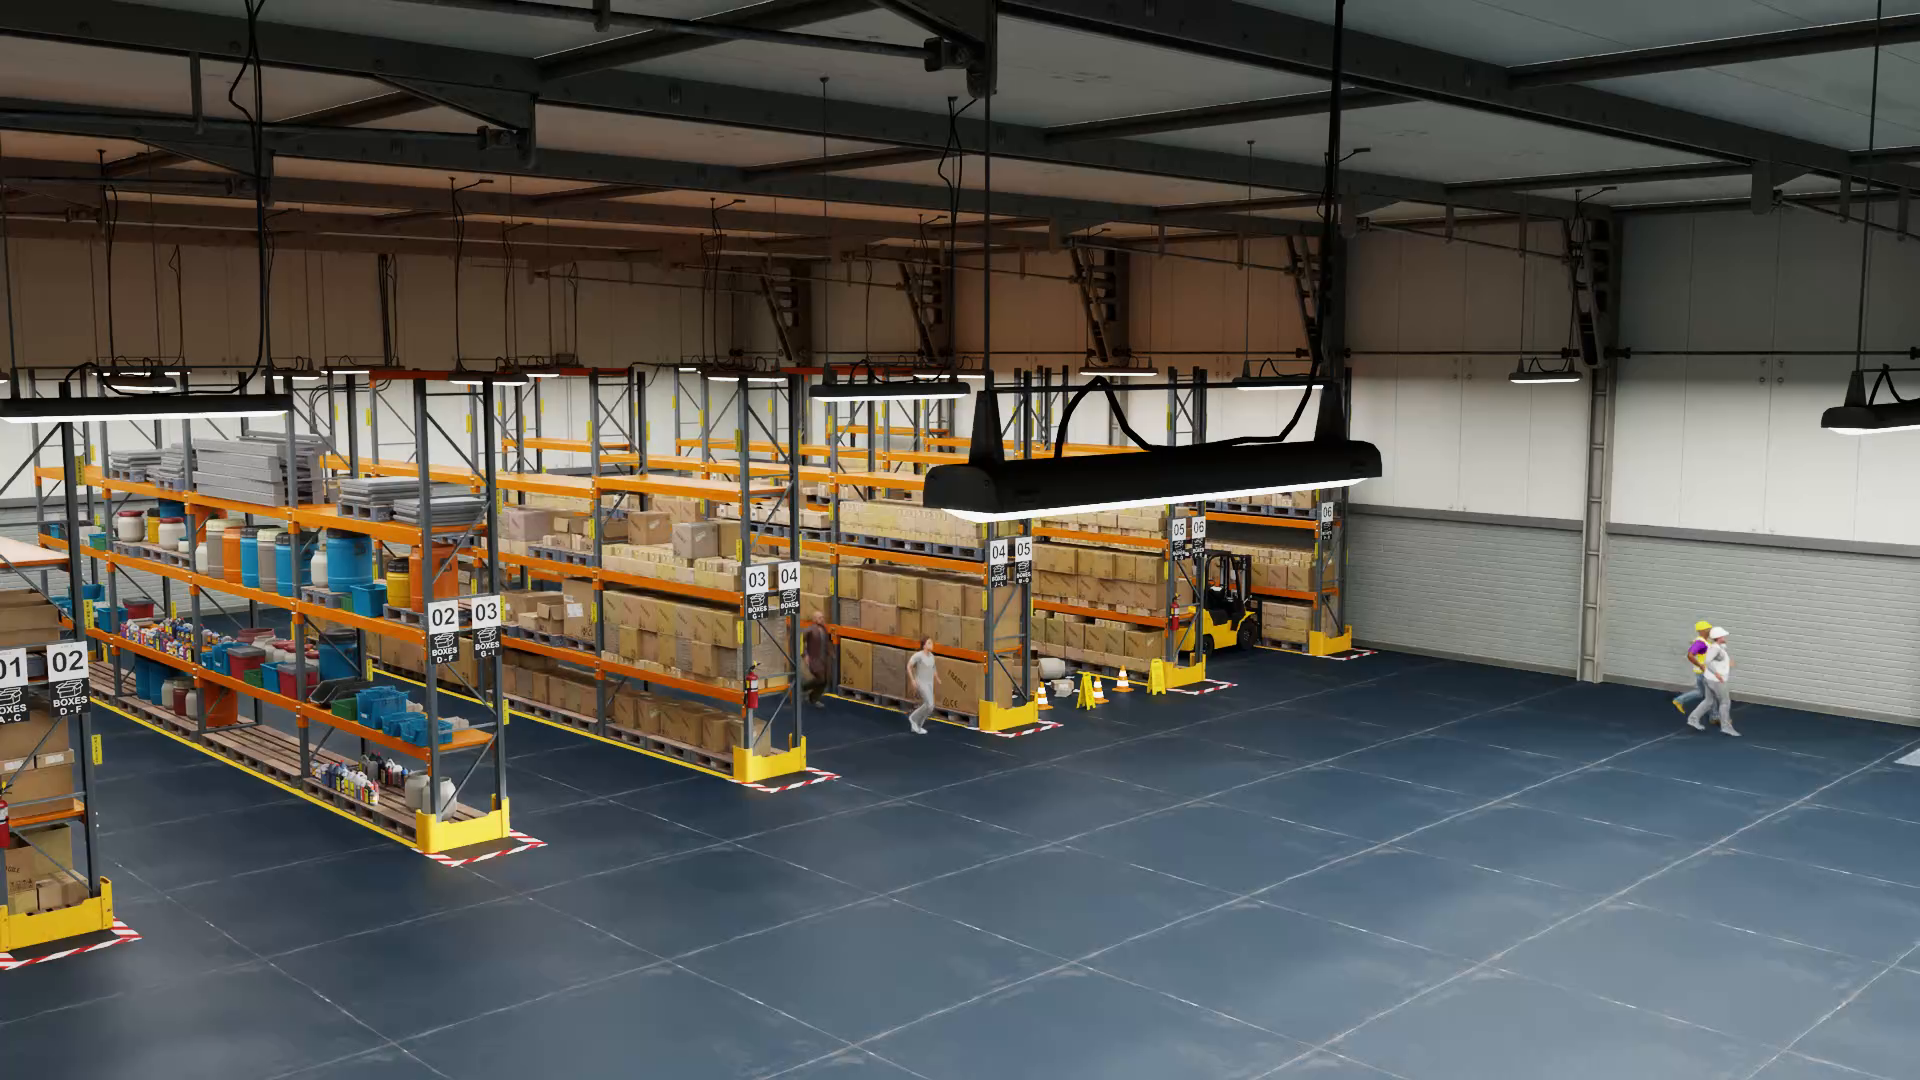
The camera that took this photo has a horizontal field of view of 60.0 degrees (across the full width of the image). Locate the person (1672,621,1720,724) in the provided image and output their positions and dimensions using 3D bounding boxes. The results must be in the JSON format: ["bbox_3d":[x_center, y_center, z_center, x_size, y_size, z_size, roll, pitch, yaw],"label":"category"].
[{"bbox_3d":[12.696,2.250,28.437,0.932,1.747,0.712,3,7,26],"label":"person"}]

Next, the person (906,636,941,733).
[{"bbox_3d":[-0.574,2.409,27.650,0.522,1.626,0.552,5,8,39],"label":"person"}]

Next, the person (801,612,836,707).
[{"bbox_3d":[-2.550,2.132,29.669,0.671,1.726,0.696,5,8,38],"label":"person"}]

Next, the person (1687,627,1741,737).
[{"bbox_3d":[12.522,2.331,27.545,0.811,1.800,0.652,2,7,14],"label":"person"}]
